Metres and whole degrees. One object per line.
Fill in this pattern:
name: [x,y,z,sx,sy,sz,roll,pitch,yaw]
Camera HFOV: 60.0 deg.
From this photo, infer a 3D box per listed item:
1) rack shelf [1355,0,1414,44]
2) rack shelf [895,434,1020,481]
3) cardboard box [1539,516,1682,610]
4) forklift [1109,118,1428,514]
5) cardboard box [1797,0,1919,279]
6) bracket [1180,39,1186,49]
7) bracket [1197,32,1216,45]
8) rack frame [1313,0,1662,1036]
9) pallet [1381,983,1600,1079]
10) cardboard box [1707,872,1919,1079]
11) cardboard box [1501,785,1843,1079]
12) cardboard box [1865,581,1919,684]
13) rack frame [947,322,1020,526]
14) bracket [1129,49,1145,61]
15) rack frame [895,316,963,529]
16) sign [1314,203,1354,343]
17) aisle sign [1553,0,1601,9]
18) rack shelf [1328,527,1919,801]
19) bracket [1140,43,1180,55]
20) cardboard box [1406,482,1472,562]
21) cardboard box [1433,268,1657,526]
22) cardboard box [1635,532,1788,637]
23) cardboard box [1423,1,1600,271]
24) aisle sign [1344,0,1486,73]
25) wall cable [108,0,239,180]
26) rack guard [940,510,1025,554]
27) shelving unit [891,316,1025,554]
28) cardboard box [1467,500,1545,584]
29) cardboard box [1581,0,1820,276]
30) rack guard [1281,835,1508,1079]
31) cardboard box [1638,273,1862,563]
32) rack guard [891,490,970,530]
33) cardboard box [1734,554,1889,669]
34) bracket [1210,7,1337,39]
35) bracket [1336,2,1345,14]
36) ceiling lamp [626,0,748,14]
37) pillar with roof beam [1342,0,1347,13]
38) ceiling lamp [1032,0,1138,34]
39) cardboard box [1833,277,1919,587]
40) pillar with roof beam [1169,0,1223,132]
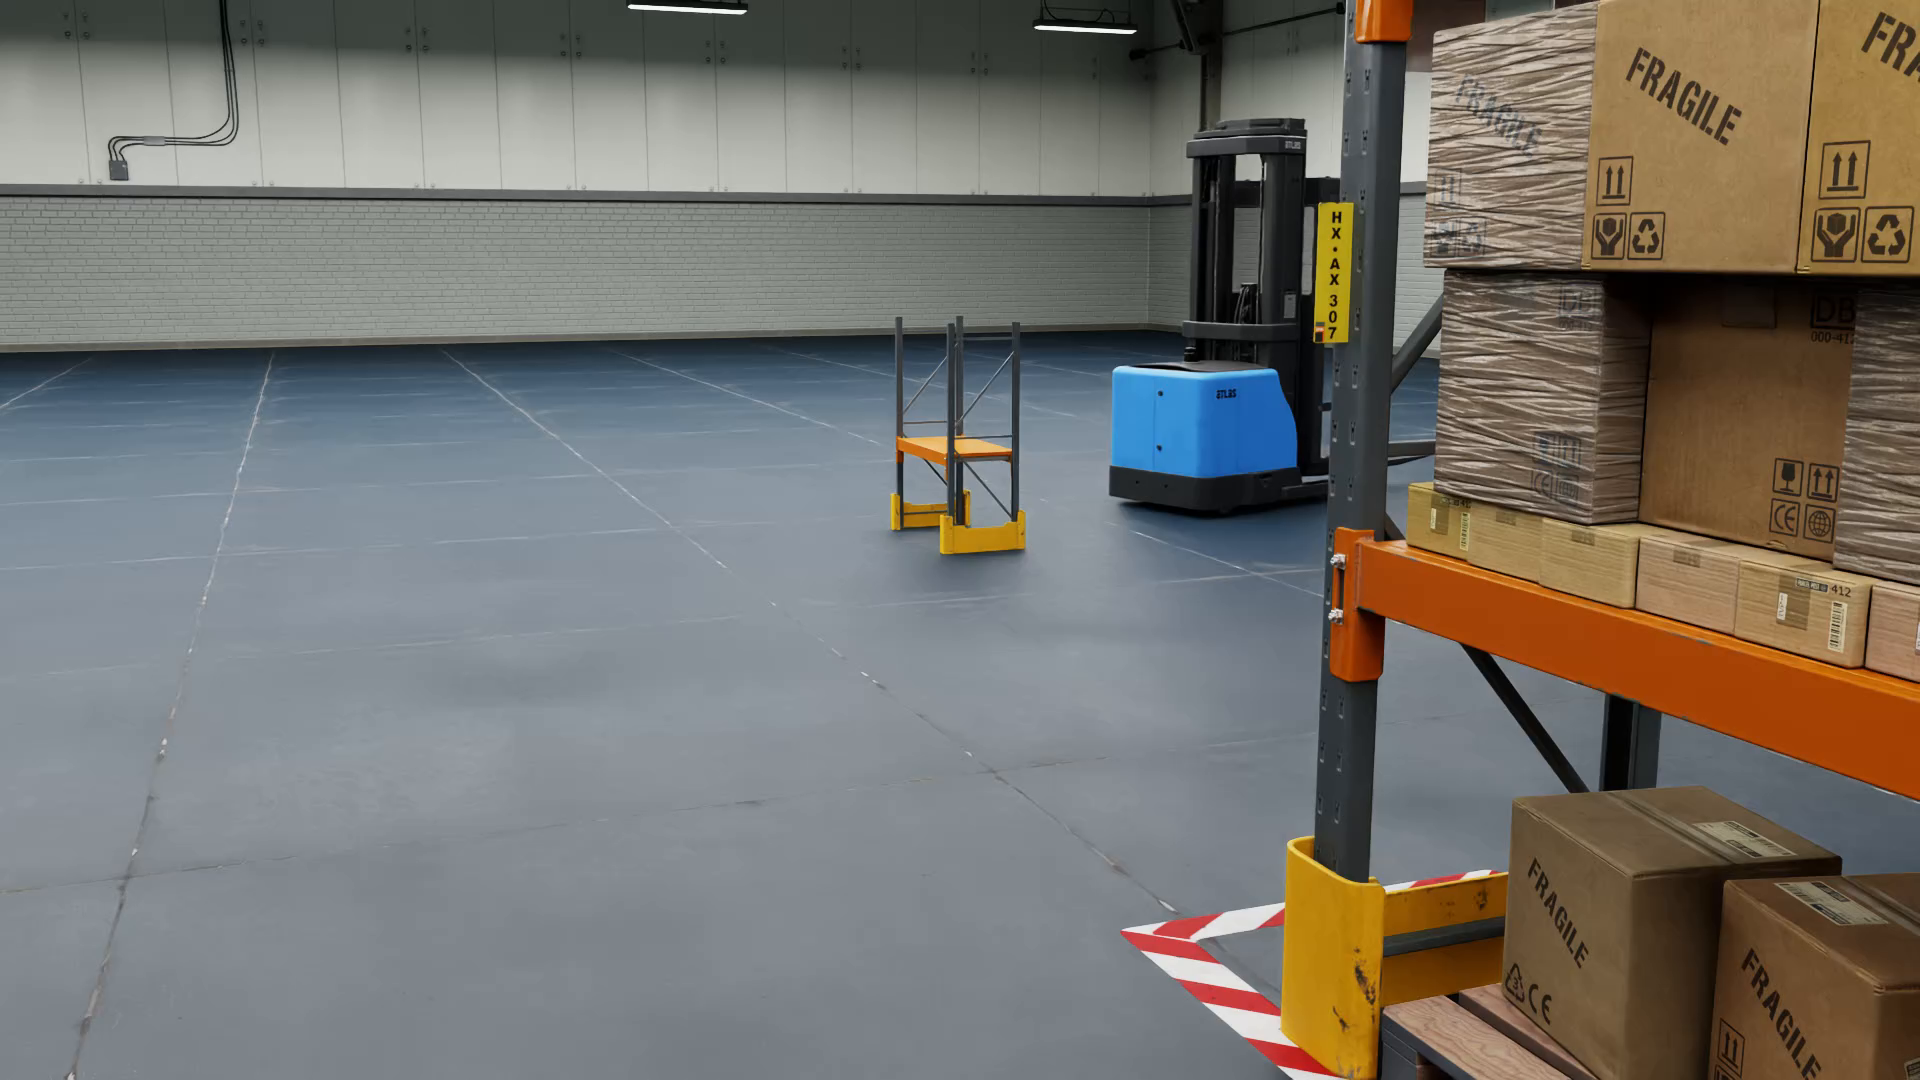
rack shelf: [2.114,-1.034,2.156,1.077,0.370,4.000,-4,11,-21]
rack shelf: [-0.031,-0.575,11.399,0.538,0.185,1.000,-4,11,-21]
cardboard box: [1.420,0.032,3.395,0.380,0.149,0.250,-4,11,-21]
forklift: [2.620,-1.822,13.292,3.031,2.935,1.130,-8,13,-39]
cardboard box: [1.692,-0.655,2.547,0.500,0.500,0.500,-4,11,-21]
bracket: [4.947,-10.789,36.101,0.235,0.232,0.430,-4,11,-21]
bracket: [5.248,-10.654,35.339,0.235,0.232,0.430,-4,11,-21]
rack frame: [1.390,-0.238,4.190,1.000,3.000,0.127,-4,11,-21]
pallet: [1.679,1.283,3.607,1.003,0.211,1.213,-4,11,-21]
cardboard box: [1.849,0.985,3.257,0.500,0.500,0.500,-1,10,-6]
cardboard box: [1.600,0.889,3.794,0.500,0.500,0.500,-2,10,-10]
cardboard box: [1.730,0.151,2.721,0.380,0.149,0.250,-4,11,-21]
rack frame: [0.153,-0.669,10.901,0.500,1.500,0.032,-4,11,-21]
bracket: [4.088,-11.176,38.276,0.235,0.232,0.430,-4,11,-21]
rack frame: [-0.215,-0.835,11.834,0.500,1.500,0.032,-4,11,-21]
sign: [0.884,-0.629,3.921,0.100,0.325,0.005,-4,11,-21]
aisle sign: [1.647,-1.547,4.127,0.394,0.787,0.004,-4,11,-21]
rack shelf: [2.114,0.443,2.418,1.077,0.370,4.000,-4,11,-21]
bracket: [4.302,-11.079,37.734,0.076,0.066,3.189,-4,11,-21]
cardboard box: [1.271,-0.052,3.866,0.380,0.149,0.250,-4,11,-21]
cardboard box: [1.563,-0.342,3.641,0.875,0.500,0.500,-4,11,-21]
cardboard box: [1.530,0.071,3.173,0.380,0.149,0.250,-4,11,-21]
cardboard box: [1.335,-0.818,3.466,0.500,0.500,0.500,-4,11,-21]
aisle sign: [1.087,-1.509,3.913,0.394,0.787,0.004,-4,11,-21]
wall cable: [-14.912,-9.812,31.173,2.305,6.003,0.169,-4,11,-21]
rack guard: [0.153,-0.054,11.011,0.587,0.250,0.087,-4,11,-21]
shelving unit: [-0.028,-0.751,11.359,0.587,1.500,1.083,-4,11,-21]
cardboard box: [1.343,-0.010,3.630,0.380,0.149,0.250,-4,11,-21]
cardboard box: [1.510,-0.736,3.005,0.500,0.500,0.500,-4,11,-21]
rack guard: [1.417,1.006,4.340,1.175,0.500,0.348,-4,11,-21]
cardboard box: [1.856,-0.268,3.225,0.875,0.500,0.500,-4,11,-21]
rack guard: [-0.208,-0.217,11.925,0.587,0.250,0.087,-4,11,-21]
cardboard box: [1.614,0.112,2.941,0.380,0.149,0.250,-4,11,-21]
bracket: [6.181,-10.233,32.975,0.076,0.066,4.783,-4,11,-21]
bracket: [7.121,-9.810,30.595,0.235,0.232,0.430,-4,11,-21]
ceiling lamp: [-4.636,-10.434,27.716,2.000,3.185,0.800,-4,11,-21]
pillar with roof beam: [3.590,-7.719,29.120,9.100,9.000,0.548,-4,11,-21]
ceiling lamp: [2.205,-10.900,30.335,2.000,3.185,0.800,-4,11,-21]
cardboard box: [1.997,-0.183,2.751,0.875,0.500,0.500,-4,11,-21]
pillar with roof beam: [1.416,-8.698,34.626,9.100,9.000,0.548,-4,11,-21]
